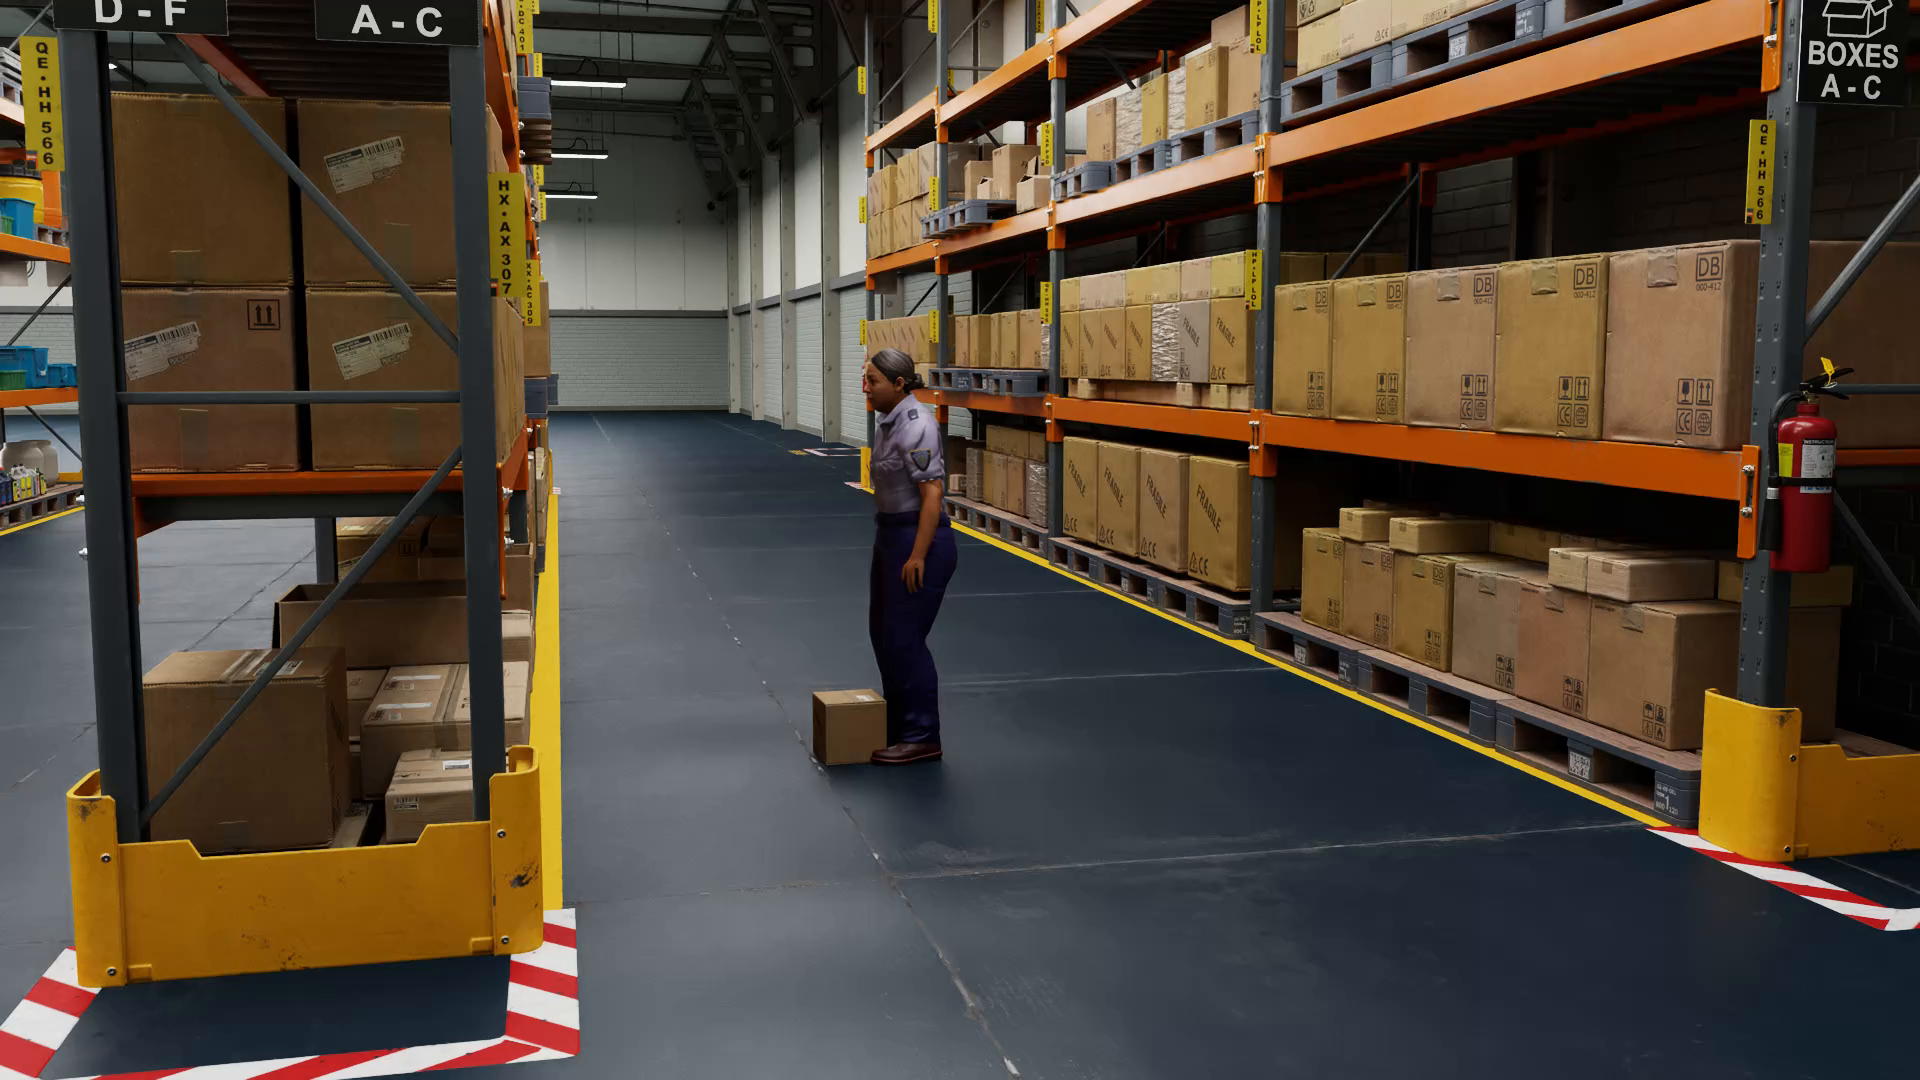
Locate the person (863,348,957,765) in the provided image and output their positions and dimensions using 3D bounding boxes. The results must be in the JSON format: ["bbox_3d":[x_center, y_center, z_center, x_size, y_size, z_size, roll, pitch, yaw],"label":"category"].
[{"bbox_3d":[-0.220,0.053,6.730,0.367,1.651,0.564,-2,7,-17],"label":"person"}]
